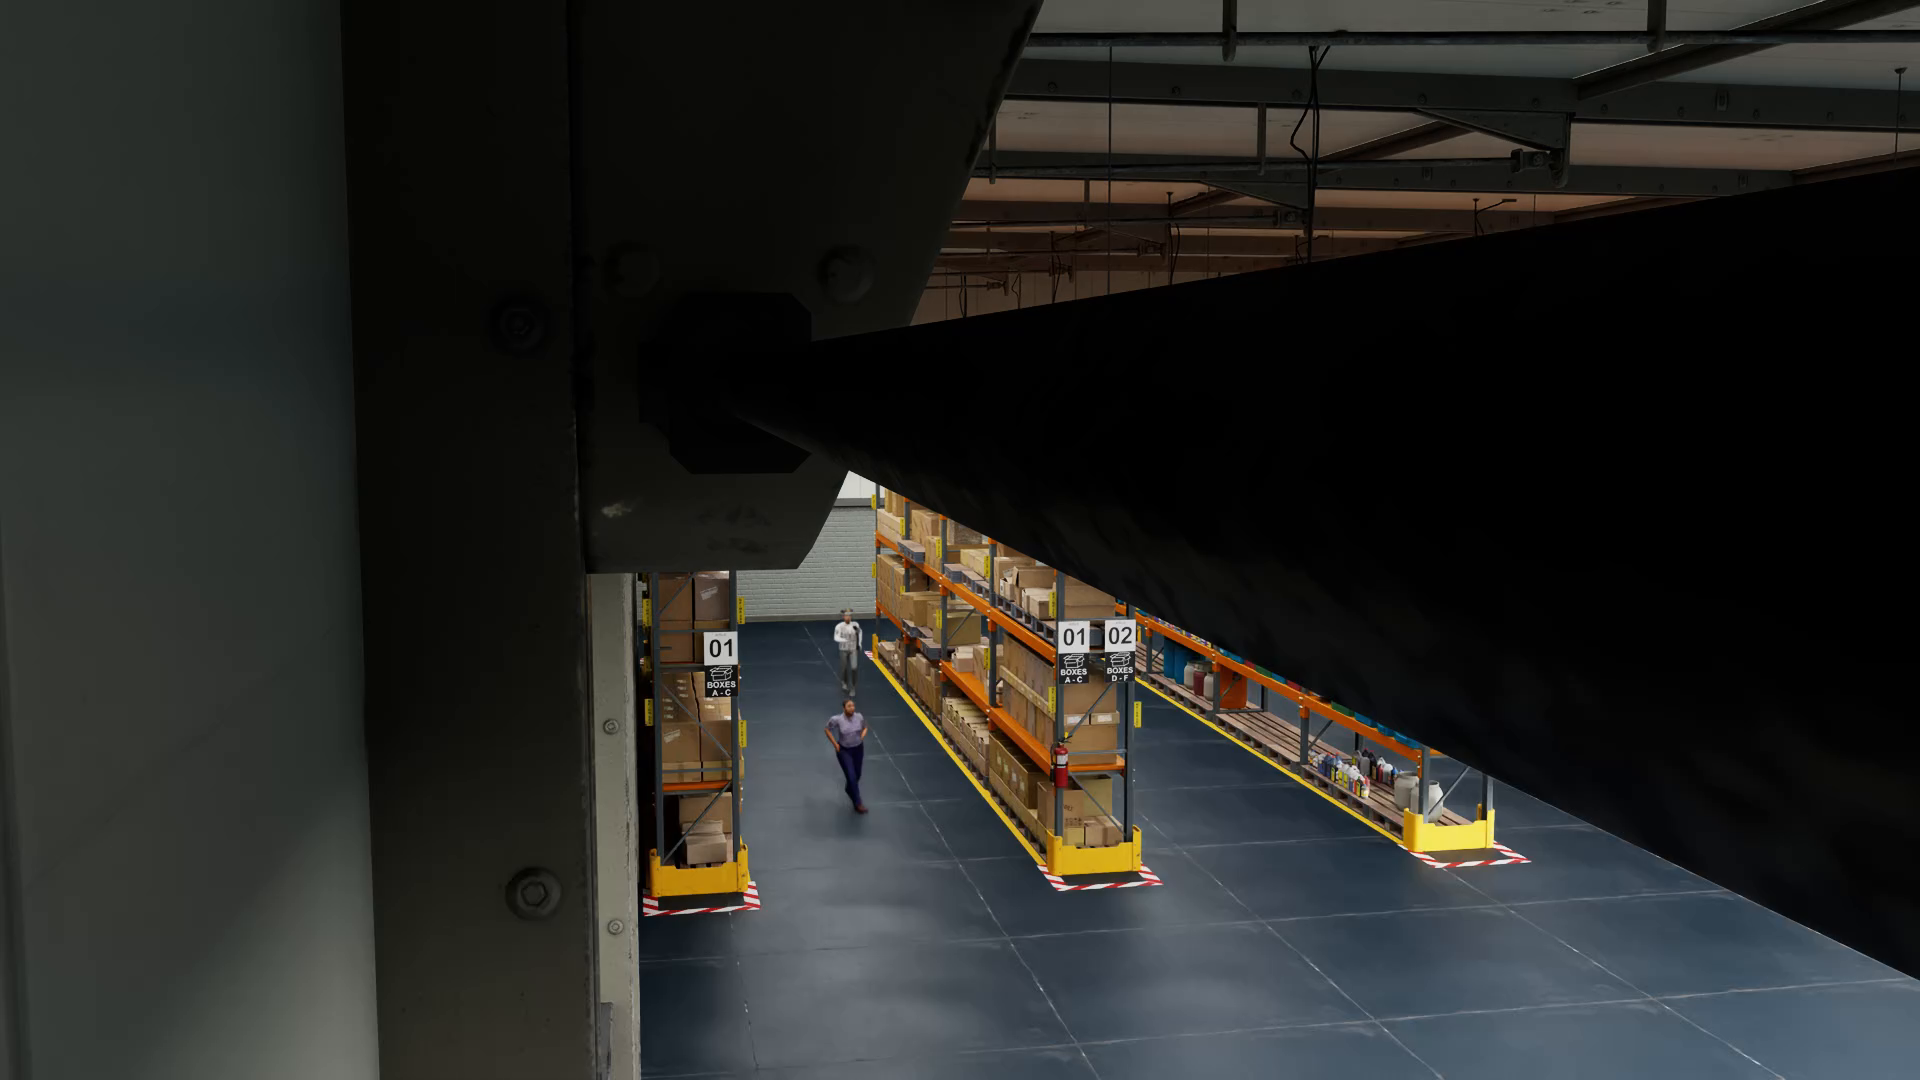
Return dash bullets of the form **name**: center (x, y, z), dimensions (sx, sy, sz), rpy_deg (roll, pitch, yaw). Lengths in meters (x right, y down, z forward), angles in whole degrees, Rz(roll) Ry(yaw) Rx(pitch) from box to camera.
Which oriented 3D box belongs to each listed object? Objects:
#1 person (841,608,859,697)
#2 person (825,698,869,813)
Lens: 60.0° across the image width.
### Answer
- **person**: center (-2.158, 2.169, 32.413), dimensions (0.365, 1.739, 0.648), rpy_deg (-1, 6, -8)
- **person**: center (-1.594, 3.056, 23.898), dimensions (0.597, 1.617, 0.863), rpy_deg (-4, 7, -32)
